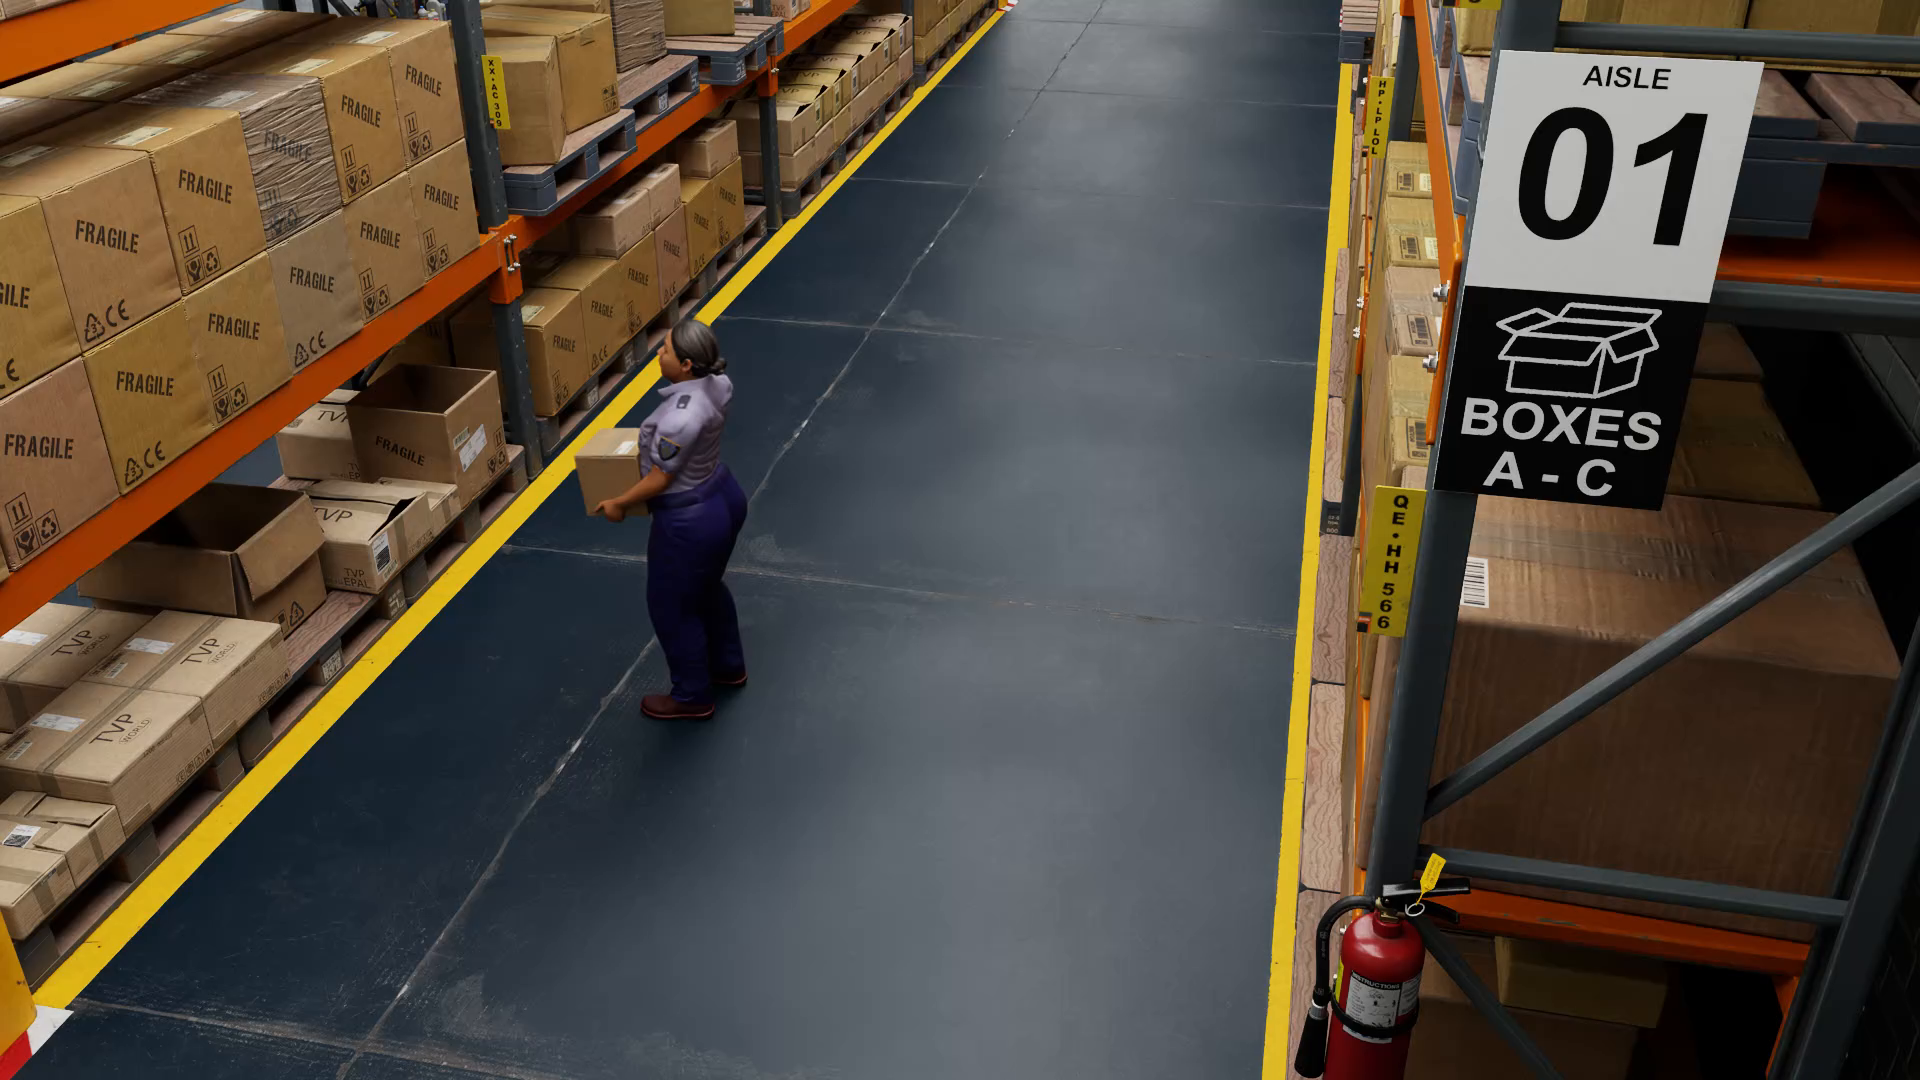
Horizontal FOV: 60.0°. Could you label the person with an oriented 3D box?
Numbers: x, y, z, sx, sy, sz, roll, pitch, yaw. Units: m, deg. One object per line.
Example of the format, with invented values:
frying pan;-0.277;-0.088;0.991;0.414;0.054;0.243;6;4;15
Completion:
person;-1.086;-0.079;6.294;0.515;1.634;0.452;6;30;11
